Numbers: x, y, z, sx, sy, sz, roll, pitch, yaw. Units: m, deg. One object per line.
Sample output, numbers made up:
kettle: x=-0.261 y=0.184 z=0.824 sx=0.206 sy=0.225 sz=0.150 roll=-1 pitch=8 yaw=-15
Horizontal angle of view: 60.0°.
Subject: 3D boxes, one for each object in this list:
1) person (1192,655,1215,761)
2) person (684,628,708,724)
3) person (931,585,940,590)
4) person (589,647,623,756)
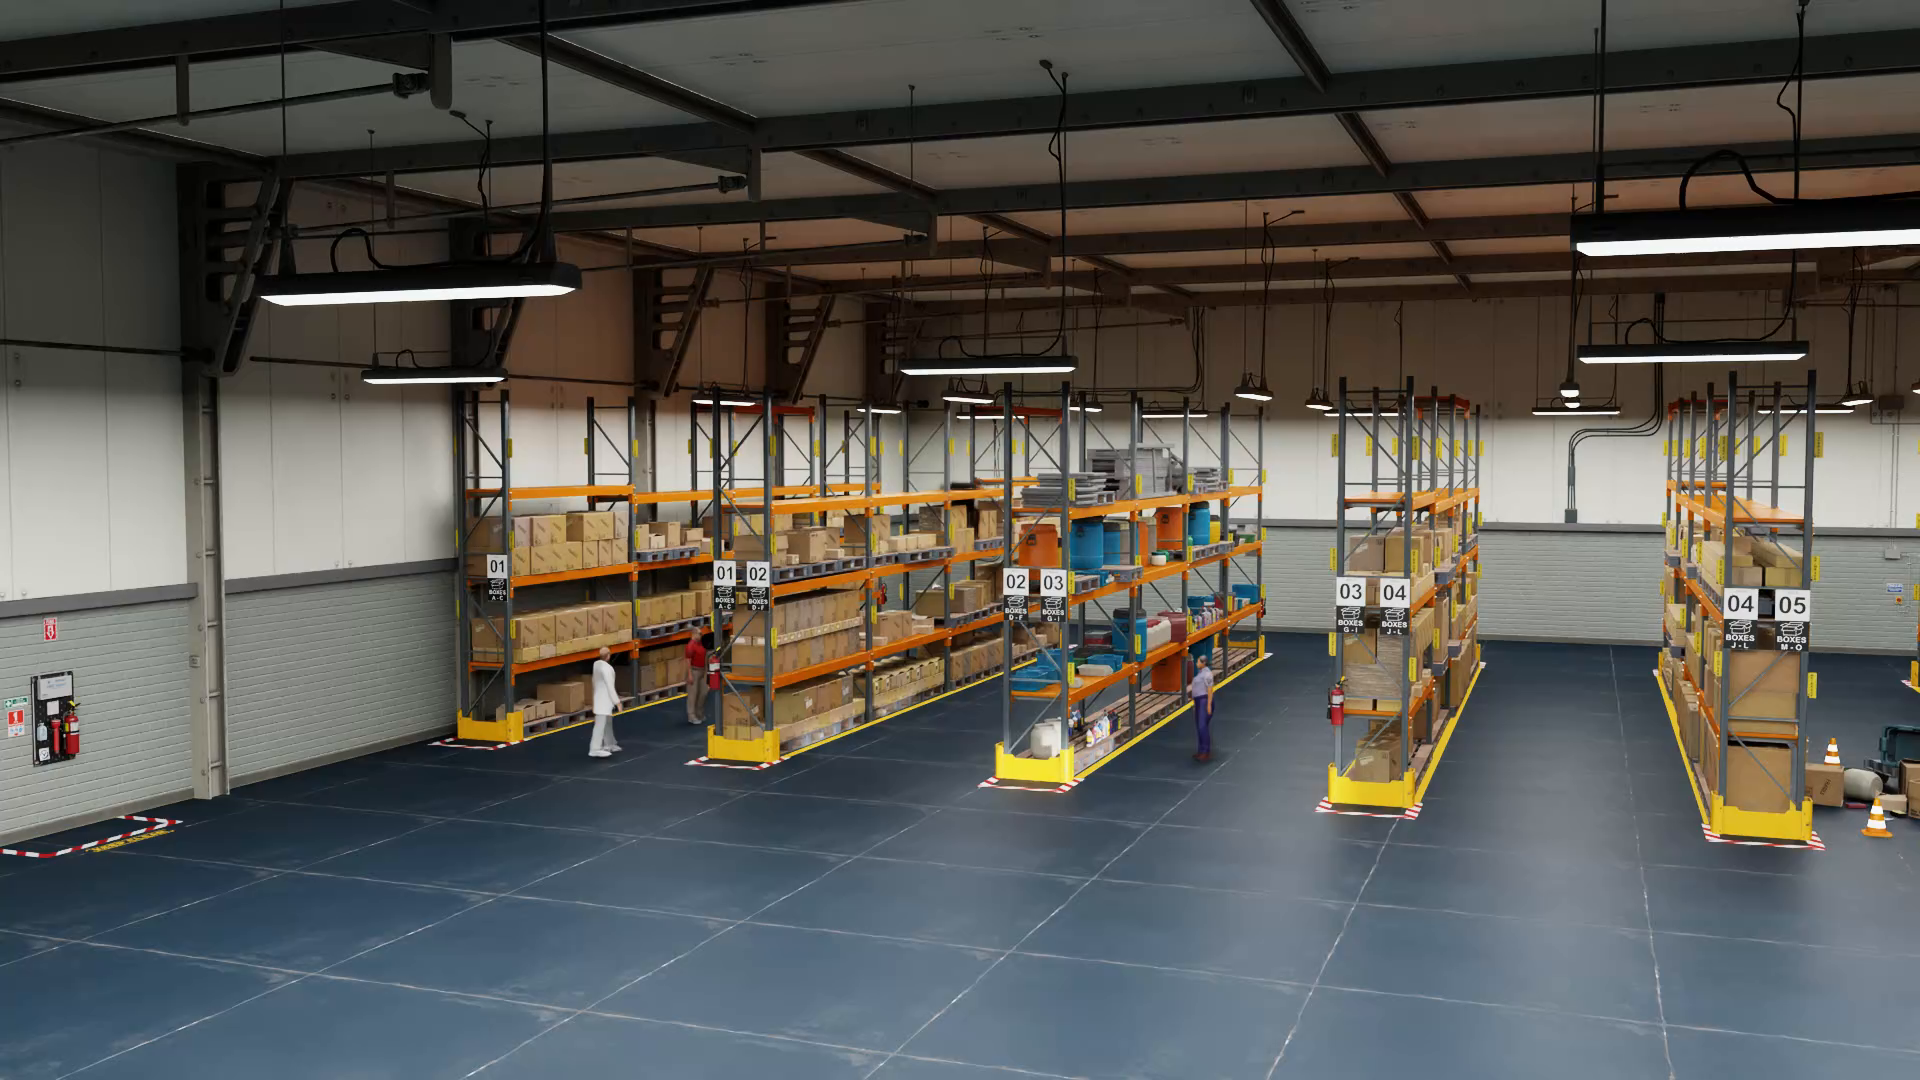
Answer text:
person: x=3.935 y=2.760 z=26.915 sx=0.372 sy=1.587 sz=0.613 roll=0 pitch=3 yaw=-3
person: x=-4.832 y=2.511 z=30.400 sx=0.374 sy=1.819 sz=0.605 roll=1 pitch=3 yaw=18
person: x=-0.616 y=1.929 z=39.559 sx=0.546 sy=1.726 sz=1.011 roll=1 pitch=3 yaw=25
person: x=-5.788 y=2.632 z=27.171 sx=0.628 sy=1.805 sz=0.722 roll=-1 pitch=3 yaw=-21
